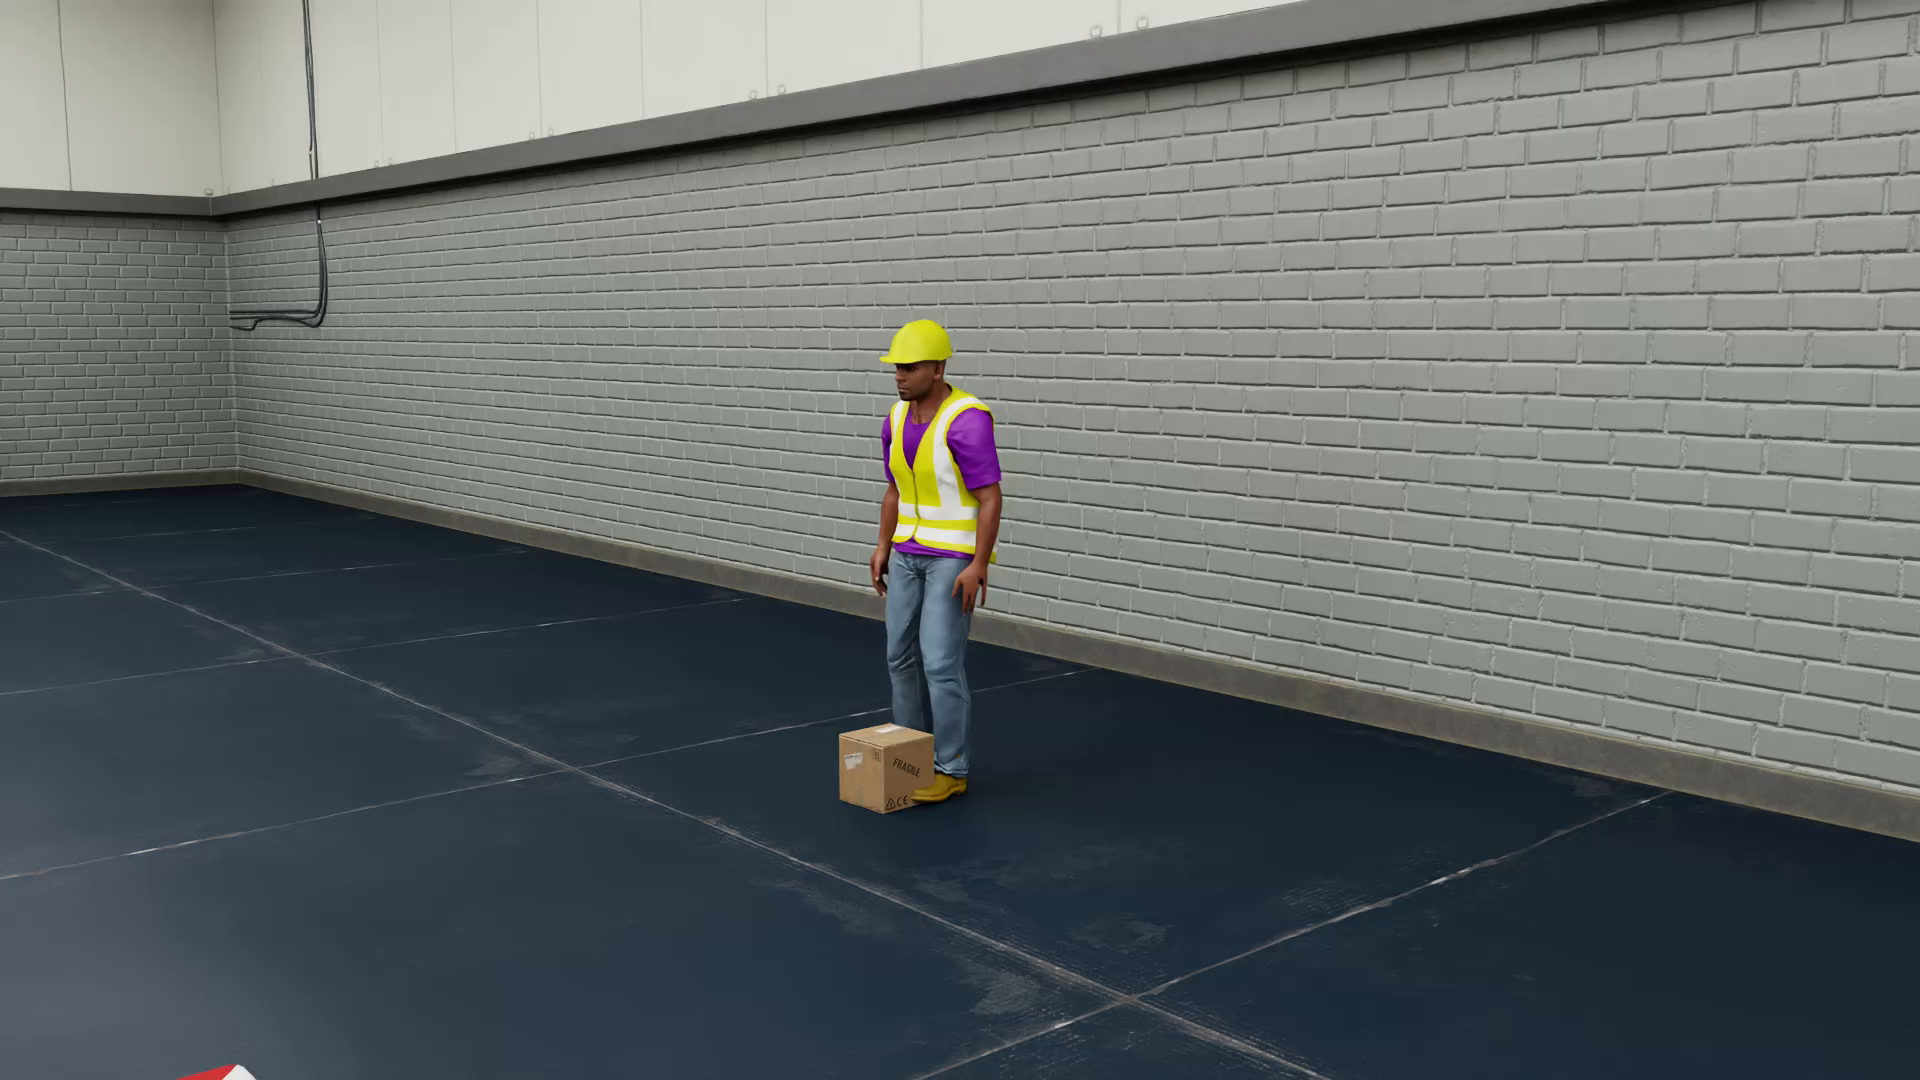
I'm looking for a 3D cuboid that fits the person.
[{"bbox_3d":[-0.109,0.068,6.179,0.460,1.760,0.627,-6,10,-41],"label":"person"}]
